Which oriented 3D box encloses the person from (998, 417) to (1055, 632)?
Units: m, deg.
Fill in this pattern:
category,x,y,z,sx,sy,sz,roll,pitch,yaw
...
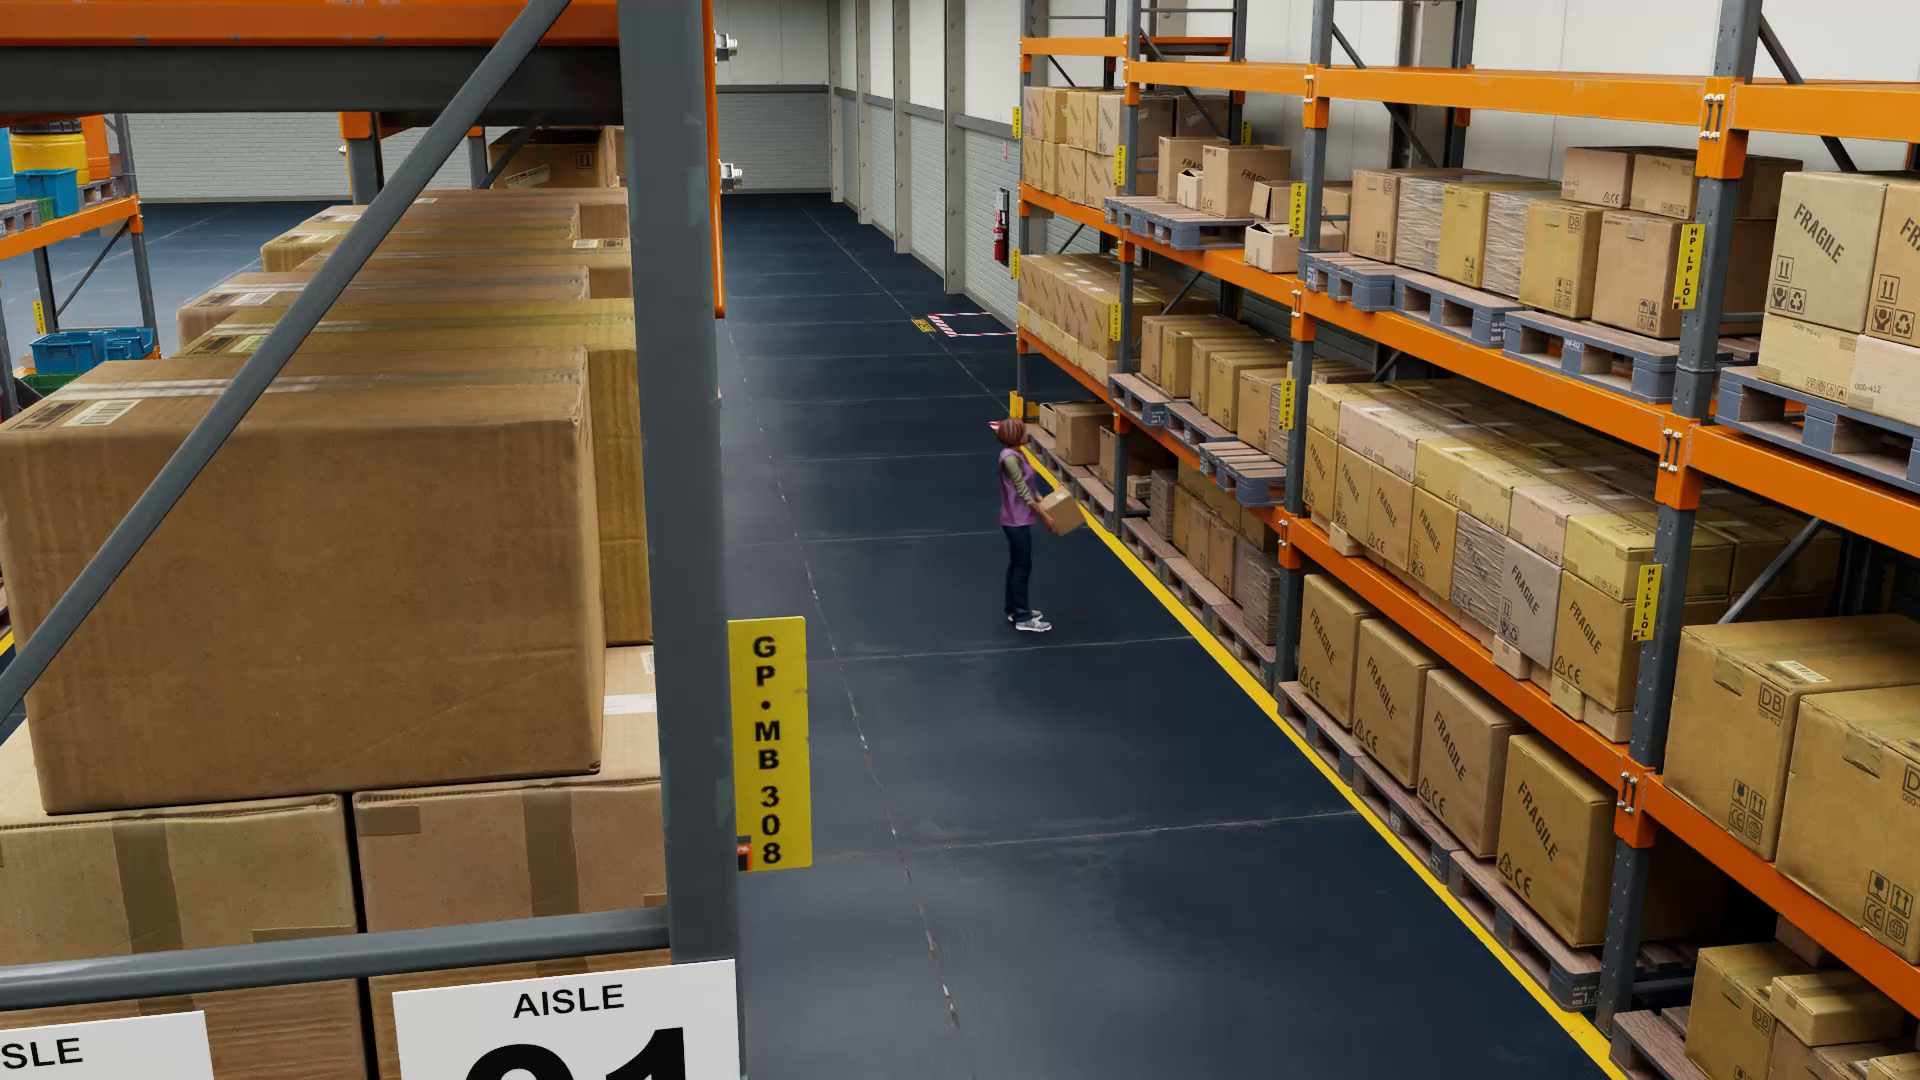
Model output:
category,x,y,z,sx,sy,sz,roll,pitch,yaw
person,0.502,-0.130,12.481,0.449,1.599,0.434,2,17,5
